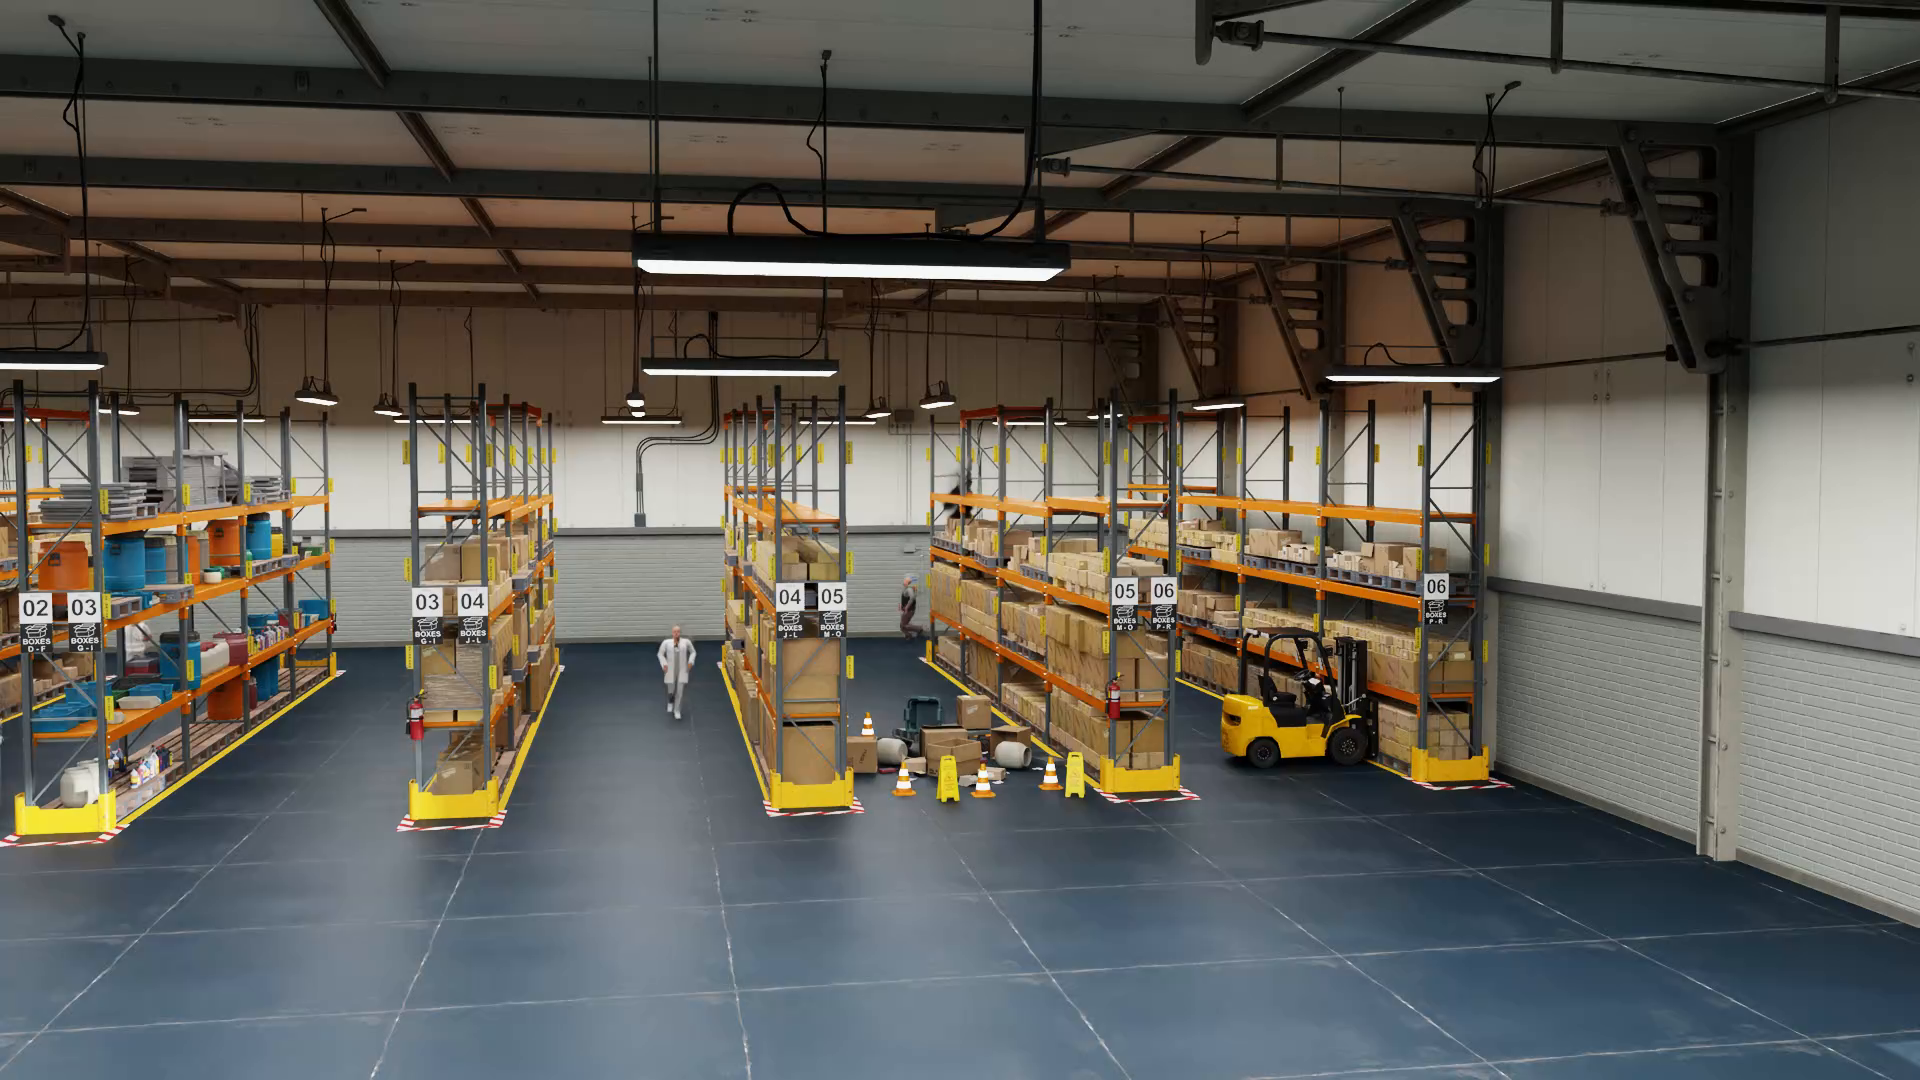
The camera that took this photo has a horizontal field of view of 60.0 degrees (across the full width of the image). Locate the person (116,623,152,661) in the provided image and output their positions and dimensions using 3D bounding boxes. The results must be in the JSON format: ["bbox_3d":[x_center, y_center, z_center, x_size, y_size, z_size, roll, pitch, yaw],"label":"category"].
[{"bbox_3d":[-17.247,2.337,34.726,0.693,1.763,0.991,-1,3,-16],"label":"person"}]

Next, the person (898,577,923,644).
[{"bbox_3d":[-1.239,1.772,41.607,0.650,1.684,0.686,0,3,-1],"label":"person"}]

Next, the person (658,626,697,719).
[{"bbox_3d":[-5.414,2.621,31.869,0.736,1.554,0.621,-1,3,-11],"label":"person"}]
